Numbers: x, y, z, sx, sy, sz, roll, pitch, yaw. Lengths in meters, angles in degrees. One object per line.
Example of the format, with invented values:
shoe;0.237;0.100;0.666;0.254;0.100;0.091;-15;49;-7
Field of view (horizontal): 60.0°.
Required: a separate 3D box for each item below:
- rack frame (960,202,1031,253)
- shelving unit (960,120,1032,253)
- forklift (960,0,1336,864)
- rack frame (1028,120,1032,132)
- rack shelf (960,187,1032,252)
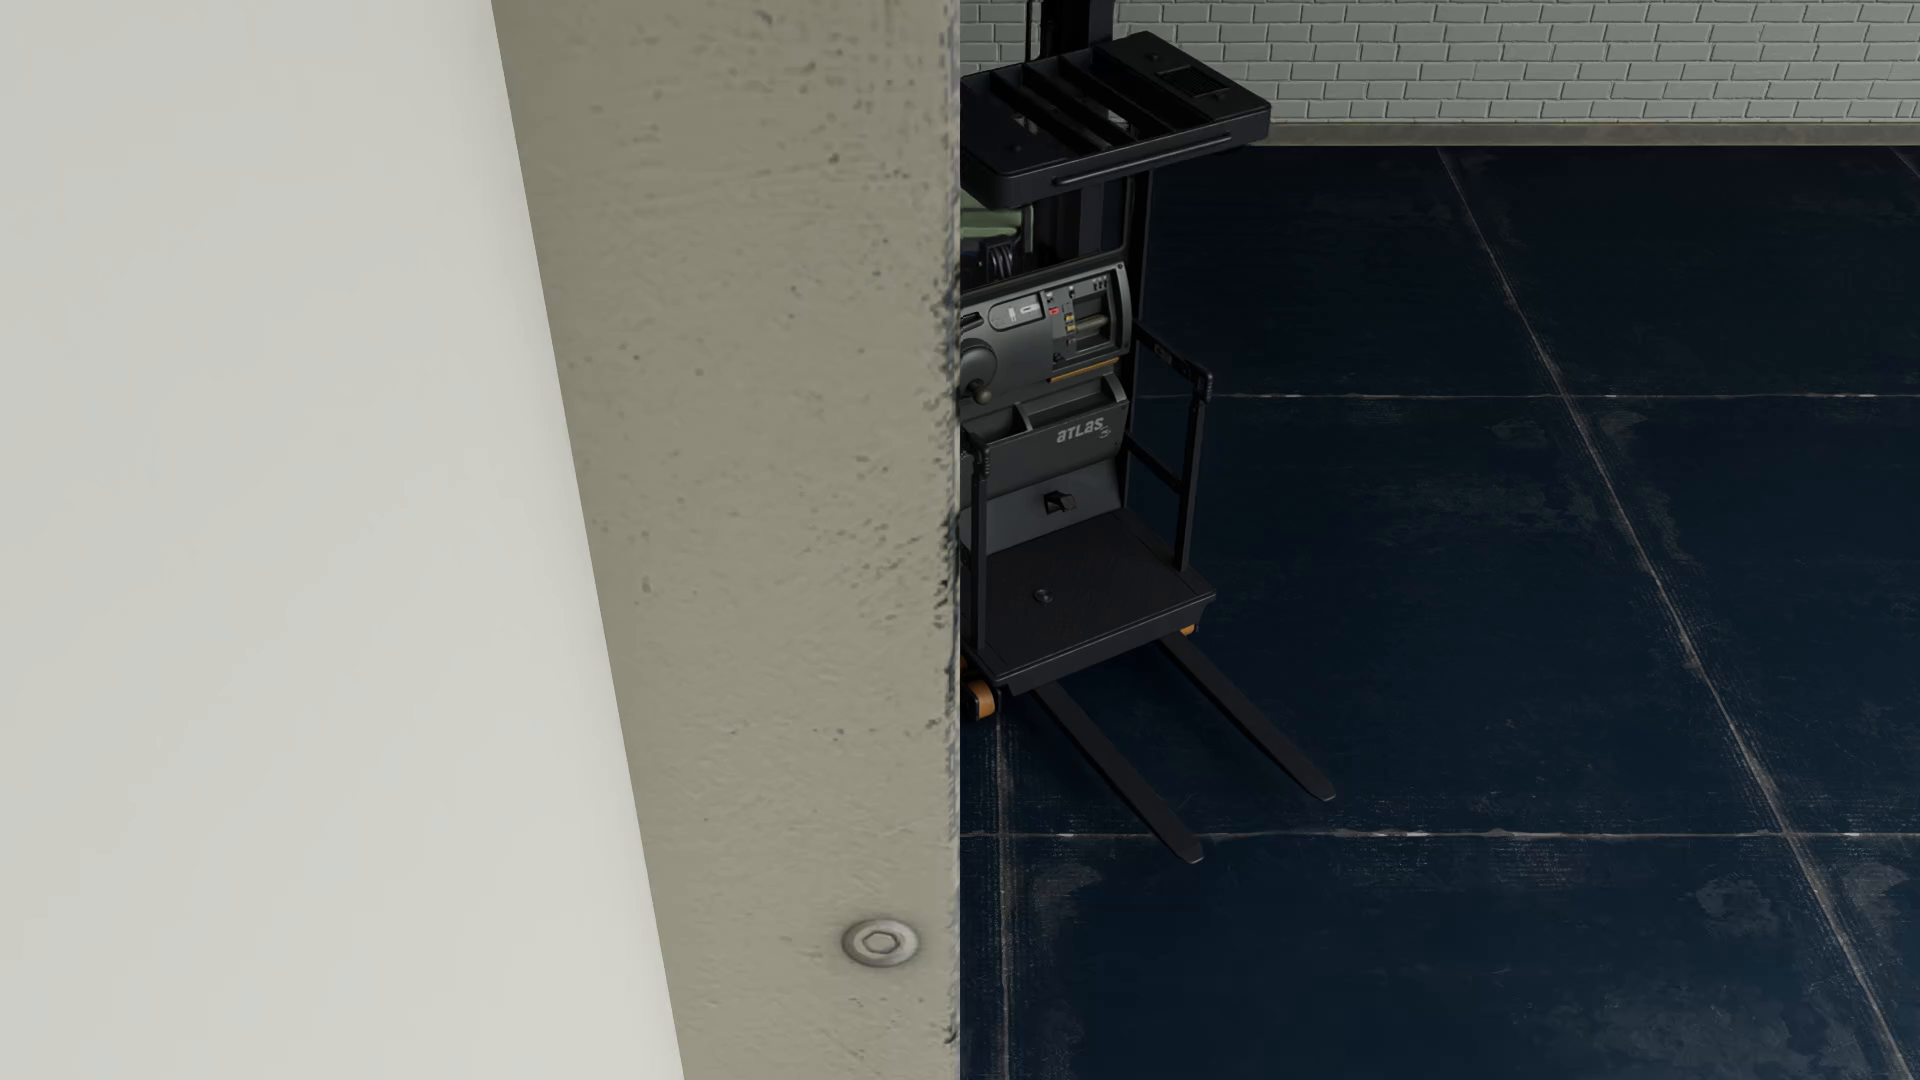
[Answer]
rack frame;0.119;-0.929;7.647;0.400;1.500;0.023;1;37;2
shelving unit;0.134;-1.151;7.937;0.431;1.500;0.755;1;37;2
forklift;0.369;-0.737;6.326;1.130;2.935;3.031;-20;43;-23
rack frame;0.149;-1.374;8.227;0.400;1.500;0.023;1;37;2
rack shelf;0.128;-1.461;7.700;0.431;0.370;0.720;1;37;2
